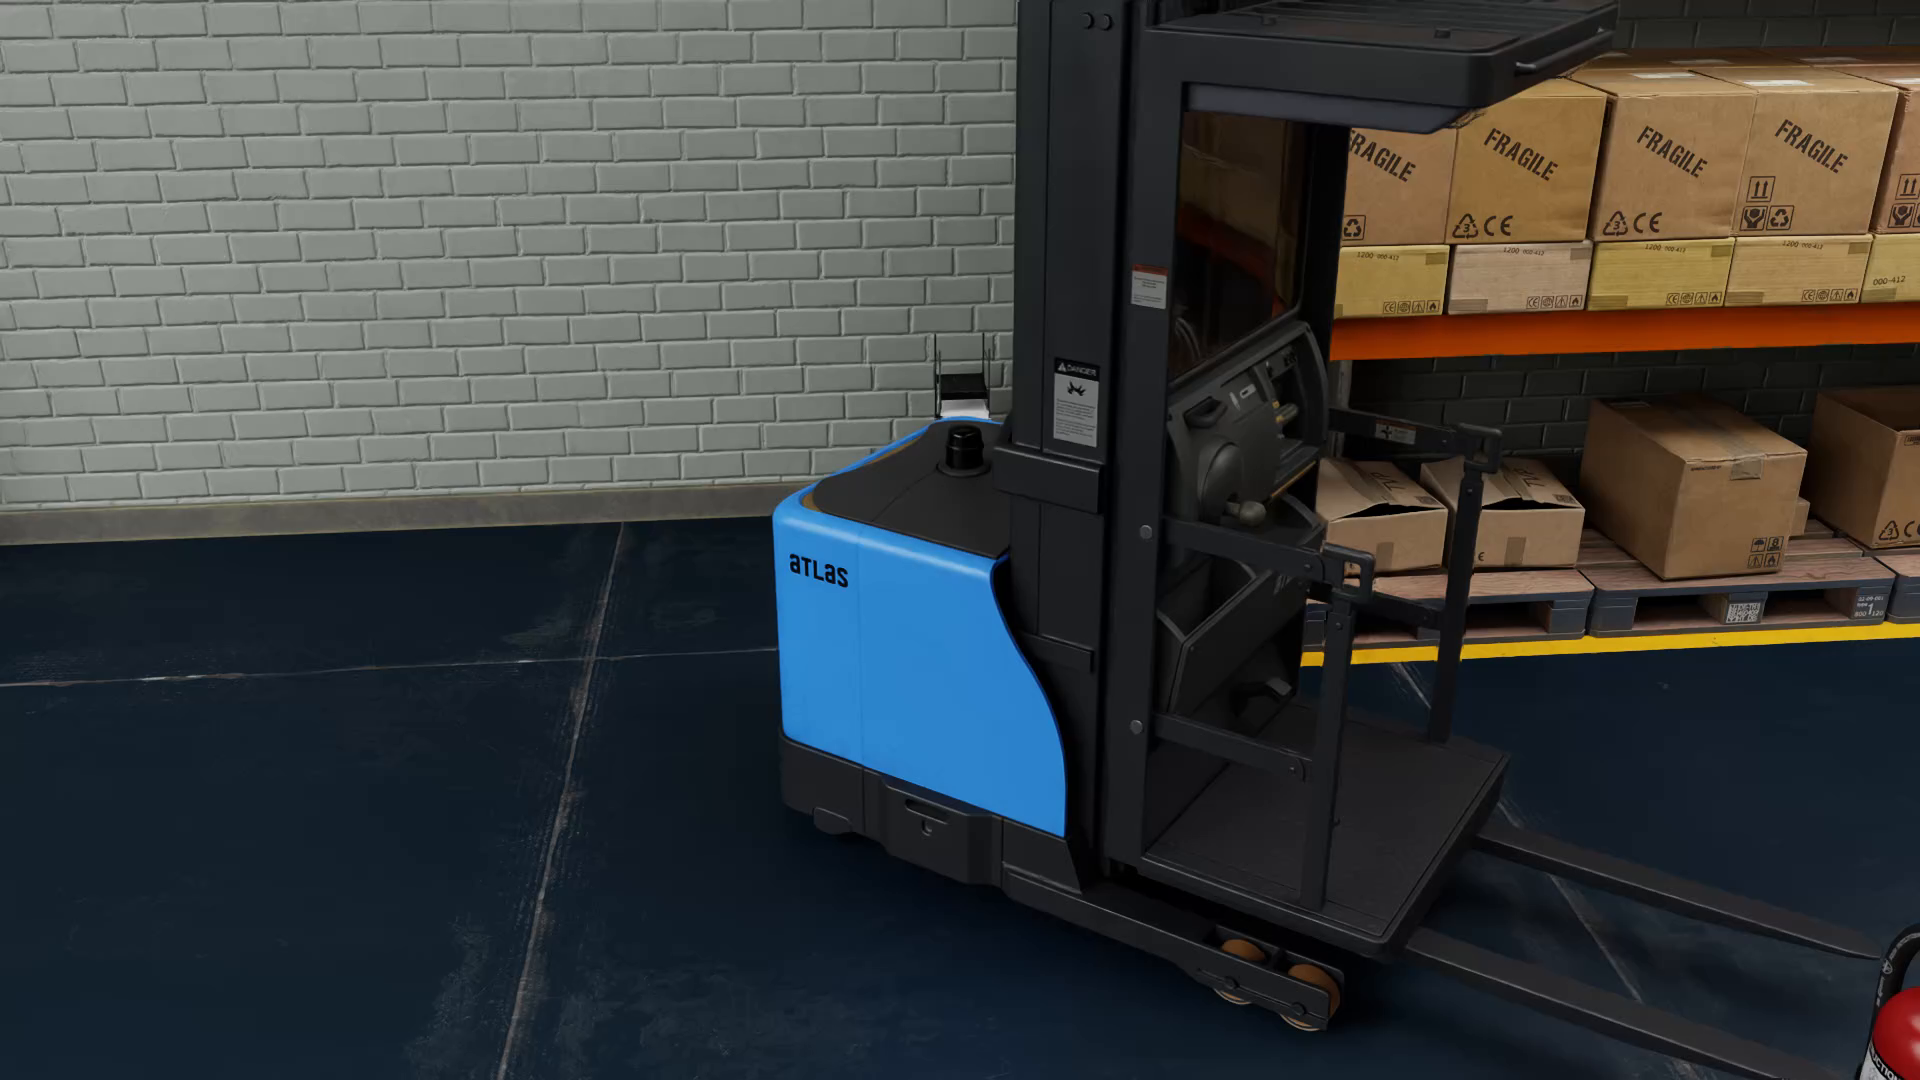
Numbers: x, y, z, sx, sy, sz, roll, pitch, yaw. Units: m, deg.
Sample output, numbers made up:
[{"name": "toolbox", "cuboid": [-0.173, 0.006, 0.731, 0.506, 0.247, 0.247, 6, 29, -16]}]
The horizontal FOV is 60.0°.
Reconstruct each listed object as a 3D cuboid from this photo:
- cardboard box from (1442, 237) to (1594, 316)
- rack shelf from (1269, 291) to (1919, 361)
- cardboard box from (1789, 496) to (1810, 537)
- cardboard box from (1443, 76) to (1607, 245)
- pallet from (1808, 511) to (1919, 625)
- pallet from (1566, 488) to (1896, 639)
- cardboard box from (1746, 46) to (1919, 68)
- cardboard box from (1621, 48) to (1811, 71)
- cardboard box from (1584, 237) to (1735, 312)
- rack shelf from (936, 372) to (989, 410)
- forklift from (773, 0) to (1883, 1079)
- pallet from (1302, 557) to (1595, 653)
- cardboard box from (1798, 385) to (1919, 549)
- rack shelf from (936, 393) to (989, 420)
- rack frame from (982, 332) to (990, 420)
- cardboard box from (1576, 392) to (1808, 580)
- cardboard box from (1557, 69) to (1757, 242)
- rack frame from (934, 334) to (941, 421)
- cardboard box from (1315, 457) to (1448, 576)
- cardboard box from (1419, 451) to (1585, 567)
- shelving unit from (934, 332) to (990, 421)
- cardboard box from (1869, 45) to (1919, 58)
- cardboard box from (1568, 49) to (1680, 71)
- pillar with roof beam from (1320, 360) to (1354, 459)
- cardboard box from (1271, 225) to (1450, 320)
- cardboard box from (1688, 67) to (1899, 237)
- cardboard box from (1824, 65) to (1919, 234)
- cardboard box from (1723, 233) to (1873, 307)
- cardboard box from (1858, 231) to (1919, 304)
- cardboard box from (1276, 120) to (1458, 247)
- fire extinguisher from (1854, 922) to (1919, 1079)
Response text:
[{"name": "cardboard box", "cuboid": [1.911, -1.005, 5.979, 0.500, 0.250, 0.500, -3, 24, -7]}, {"name": "rack shelf", "cuboid": [2.869, -0.898, 6.463, 4.000, 0.370, 1.077, -2, 24, -5]}, {"name": "cardboard box", "cuboid": [3.265, -0.149, 6.861, 0.250, 0.149, 0.380, -4, 24, -9]}, {"name": "cardboard box", "cuboid": [1.876, -1.344, 5.816, 0.500, 0.500, 0.500, -2, 24, -5]}, {"name": "pallet", "cuboid": [4.194, 0.009, 6.971, 1.213, 0.211, 1.003, -2, 24, -5]}, {"name": "pallet", "cuboid": [2.977, 0.059, 6.858, 1.213, 0.211, 1.003, -2, 24, -5]}, {"name": "cardboard box", "cuboid": [3.359, -1.619, 6.436, 0.500, 0.500, 0.500, -2, 24, -4]}, {"name": "cardboard box", "cuboid": [2.844, -1.594, 6.379, 0.500, 0.500, 0.500, -2, 24, -4]}, {"name": "cardboard box", "cuboid": [2.418, -1.023, 6.019, 0.500, 0.250, 0.500, -3, 24, -6]}, {"name": "rack shelf", "cuboid": [0.008, -0.628, 6.972, 0.200, 0.077, 0.258, -2, 24, -5]}, {"name": "forklift", "cuboid": [0.948, -0.300, 4.317, 3.031, 2.935, 1.130, 15, 28, 30]}, {"name": "pallet", "cuboid": [1.766, 0.106, 6.751, 1.213, 0.211, 1.003, -2, 24, -5]}, {"name": "cardboard box", "cuboid": [3.830, -0.308, 6.785, 0.500, 0.500, 0.500, -4, 24, -9]}, {"name": "rack shelf", "cuboid": [0.008, -0.546, 7.008, 0.200, 0.077, 0.258, -2, 24, -5]}, {"name": "rack frame", "cuboid": [0.109, -0.416, 7.077, 0.006, 0.900, 0.240, -2, 24, -5]}, {"name": "cardboard box", "cuboid": [2.878, -0.229, 6.608, 0.500, 0.500, 0.700, -4, 24, -8]}, {"name": "cardboard box", "cuboid": [2.391, -1.362, 5.857, 0.500, 0.500, 0.500, -3, 24, -7]}, {"name": "rack frame", "cuboid": [-0.093, -0.407, 7.059, 0.006, 0.900, 0.240, -2, 24, -5]}, {"name": "cardboard box", "cuboid": [1.576, -0.111, 6.574, 0.500, 0.311, 0.500, -5, 24, -11]}, {"name": "cardboard box", "cuboid": [2.143, -0.133, 6.626, 0.500, 0.311, 0.500, 0, 24, -1]}, {"name": "shelving unit", "cuboid": [0.008, -0.412, 7.068, 0.210, 0.900, 0.258, -2, 24, -5]}, {"name": "cardboard box", "cuboid": [3.856, -1.636, 6.475, 0.500, 0.500, 0.500, -2, 24, -5]}, {"name": "cardboard box", "cuboid": [2.343, -1.573, 6.334, 0.500, 0.500, 0.500, -3, 24, -7]}, {"name": "pillar with roof beam", "cuboid": [1.913, -2.526, 1.854, 0.400, 9.000, 9.100, -2, 24, -5]}, {"name": "cardboard box", "cuboid": [1.395, -0.979, 5.919, 0.500, 0.250, 0.500, -3, 24, -7]}, {"name": "cardboard box", "cuboid": [2.903, -1.387, 5.914, 0.500, 0.500, 0.500, -2, 24, -3]}, {"name": "cardboard box", "cuboid": [3.421, -1.408, 5.962, 0.500, 0.500, 0.500, -3, 24, -7]}, {"name": "cardboard box", "cuboid": [2.921, -1.042, 6.062, 0.500, 0.250, 0.500, -2, 24, -5]}, {"name": "cardboard box", "cuboid": [3.422, -1.063, 6.108, 0.500, 0.250, 0.500, -2, 24, -5]}, {"name": "cardboard box", "cuboid": [1.383, -1.328, 5.781, 0.500, 0.500, 0.500, -2, 24, -5]}, {"name": "fire extinguisher", "cuboid": [1.206, 0.707, 2.060, 0.183, 0.674, 0.296, -2, 24, -5]}]
